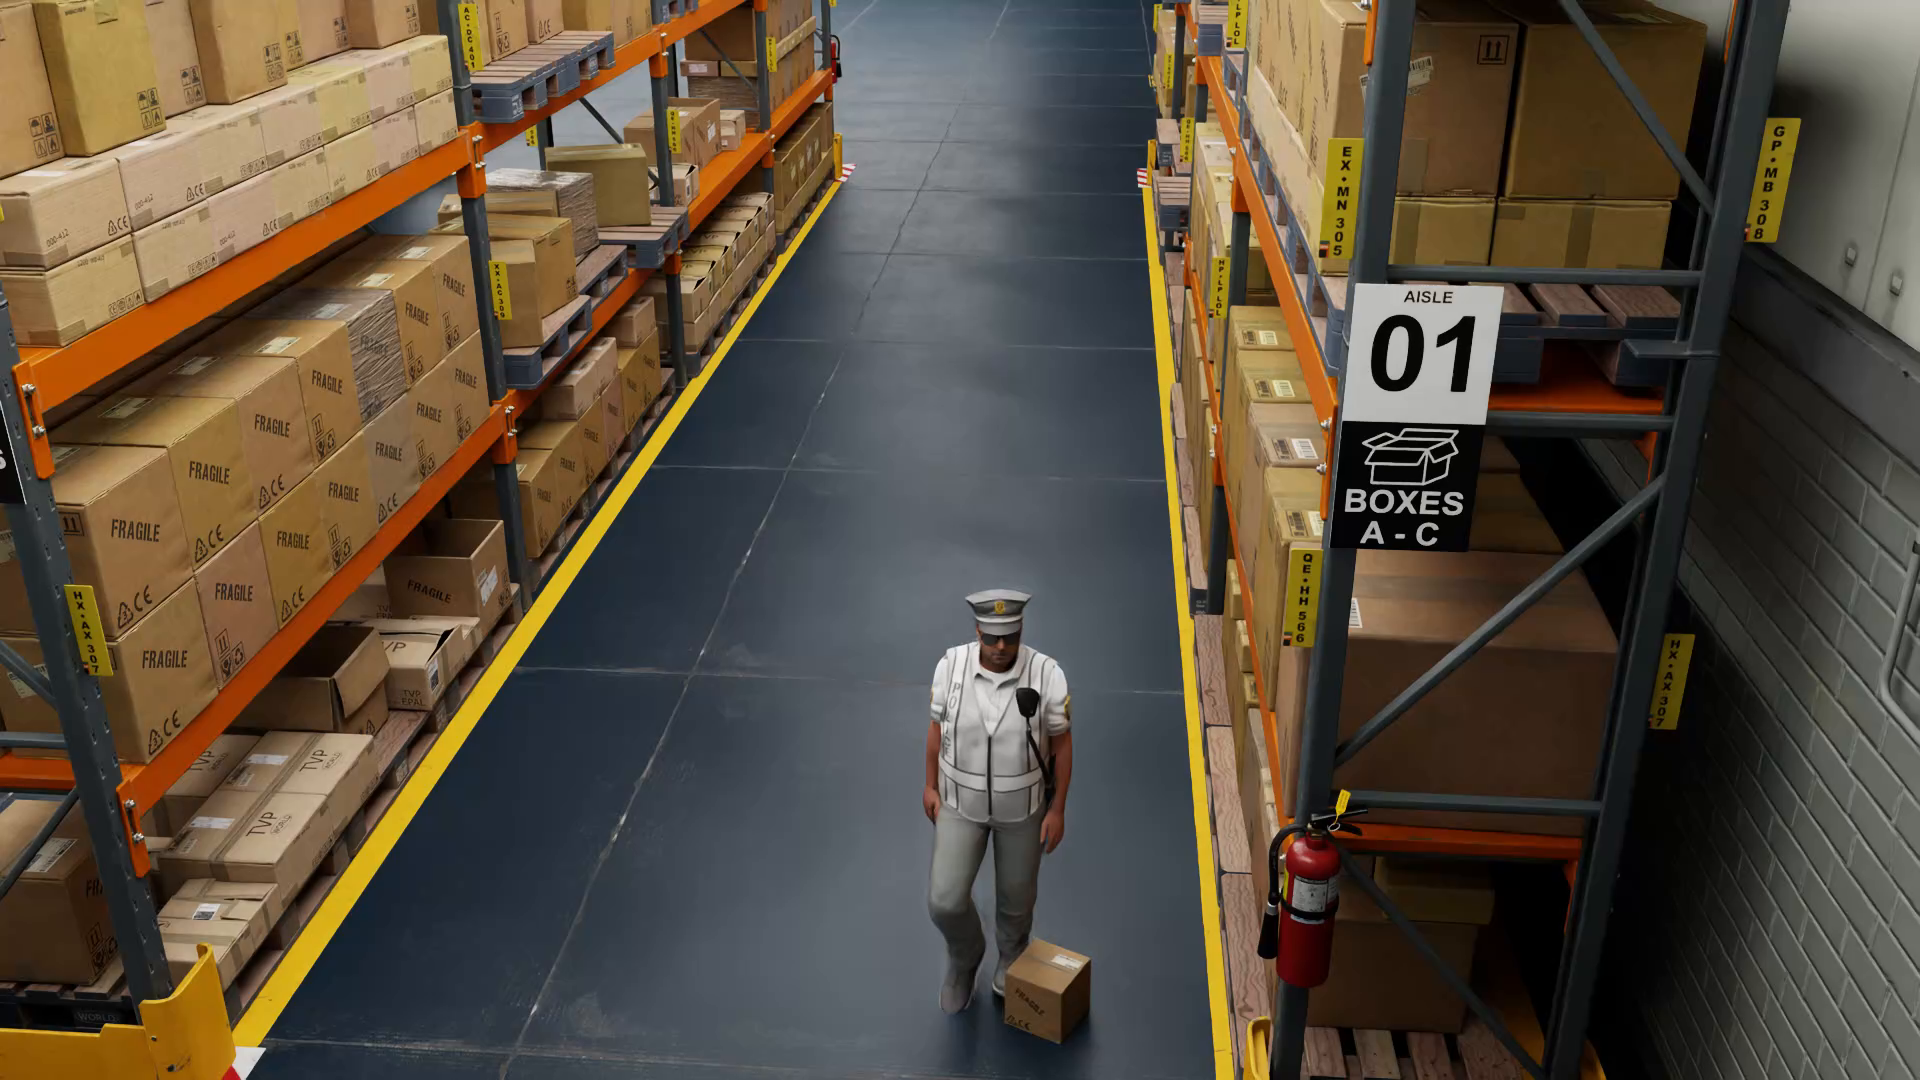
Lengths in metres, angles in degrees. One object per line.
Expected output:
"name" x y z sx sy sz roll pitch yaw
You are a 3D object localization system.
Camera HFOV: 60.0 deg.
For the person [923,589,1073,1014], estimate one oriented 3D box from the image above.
"person" 0.132 1.023 6.332 0.578 1.830 0.499 2 24 5
